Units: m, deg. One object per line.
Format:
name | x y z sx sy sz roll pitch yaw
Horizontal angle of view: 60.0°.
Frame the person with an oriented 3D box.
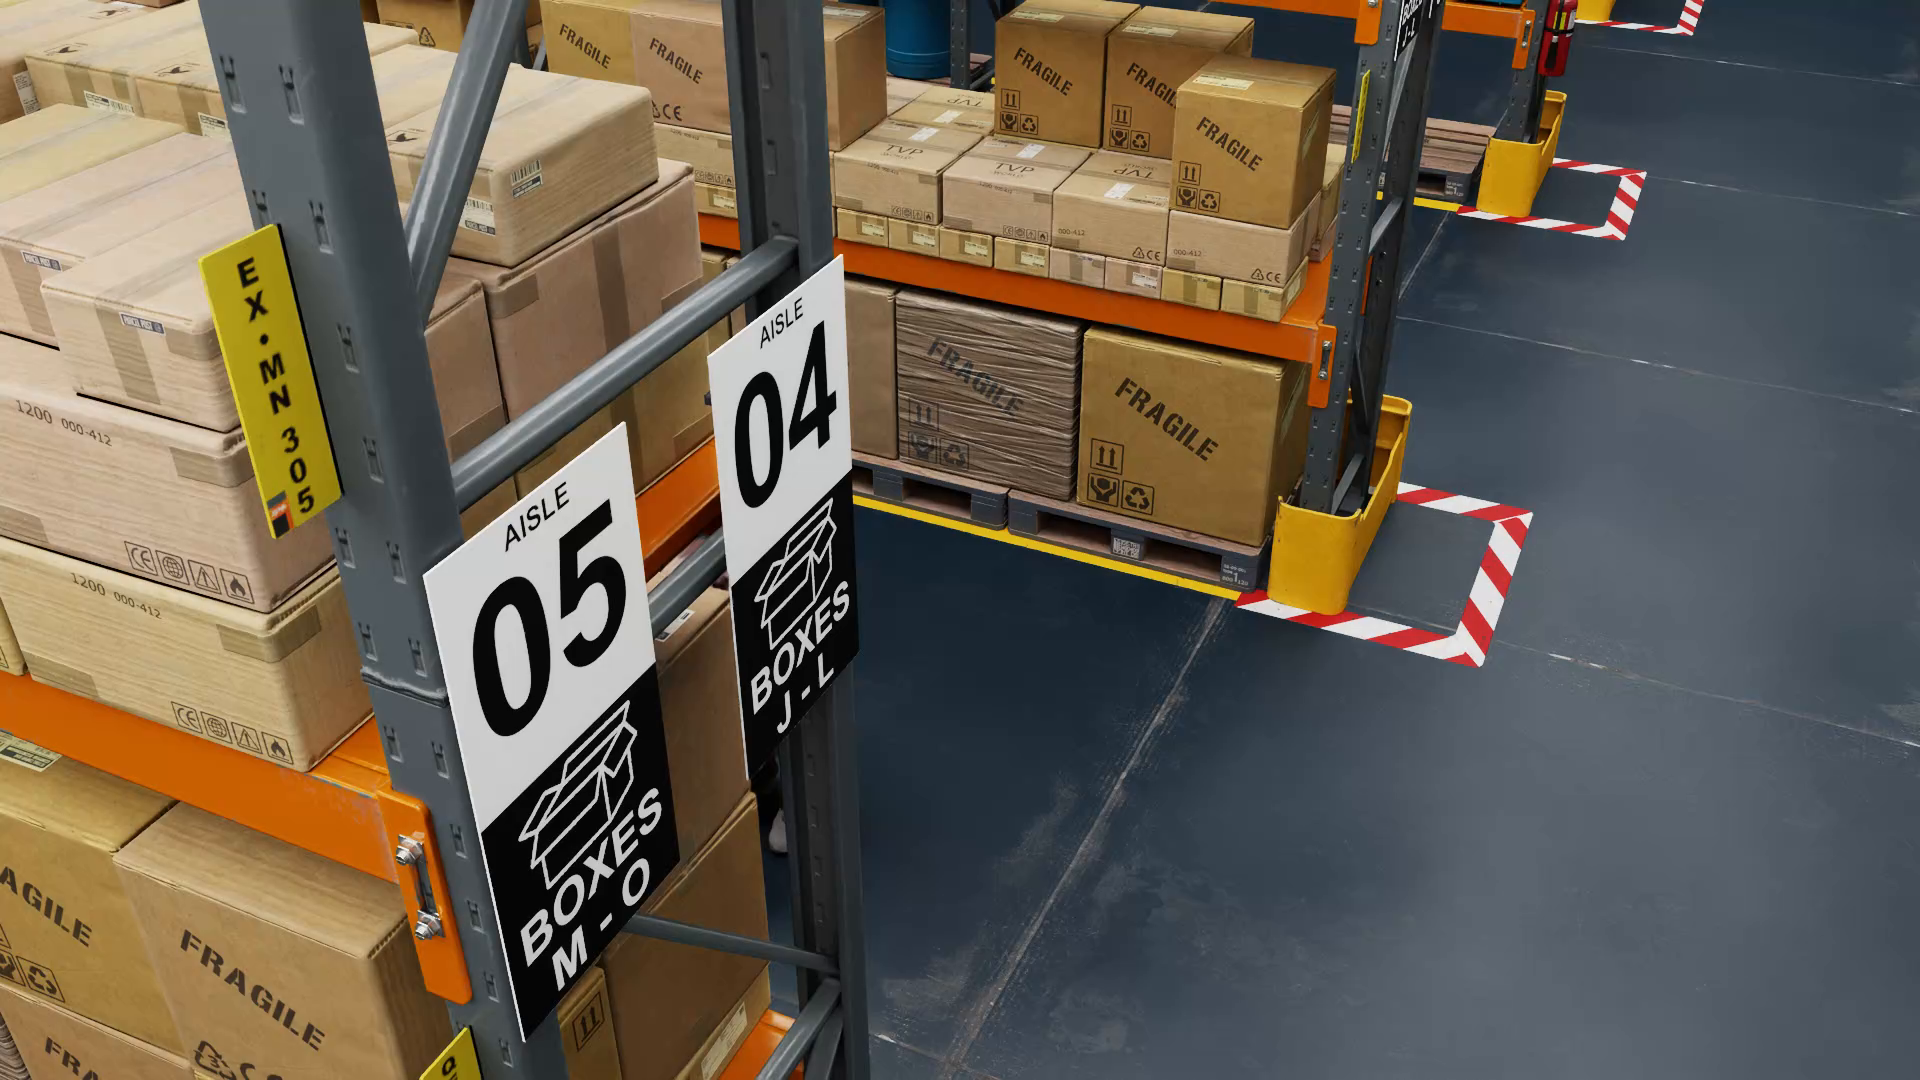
person | -0.763 0.503 5.704 0.541 1.435 0.859 13 36 19
